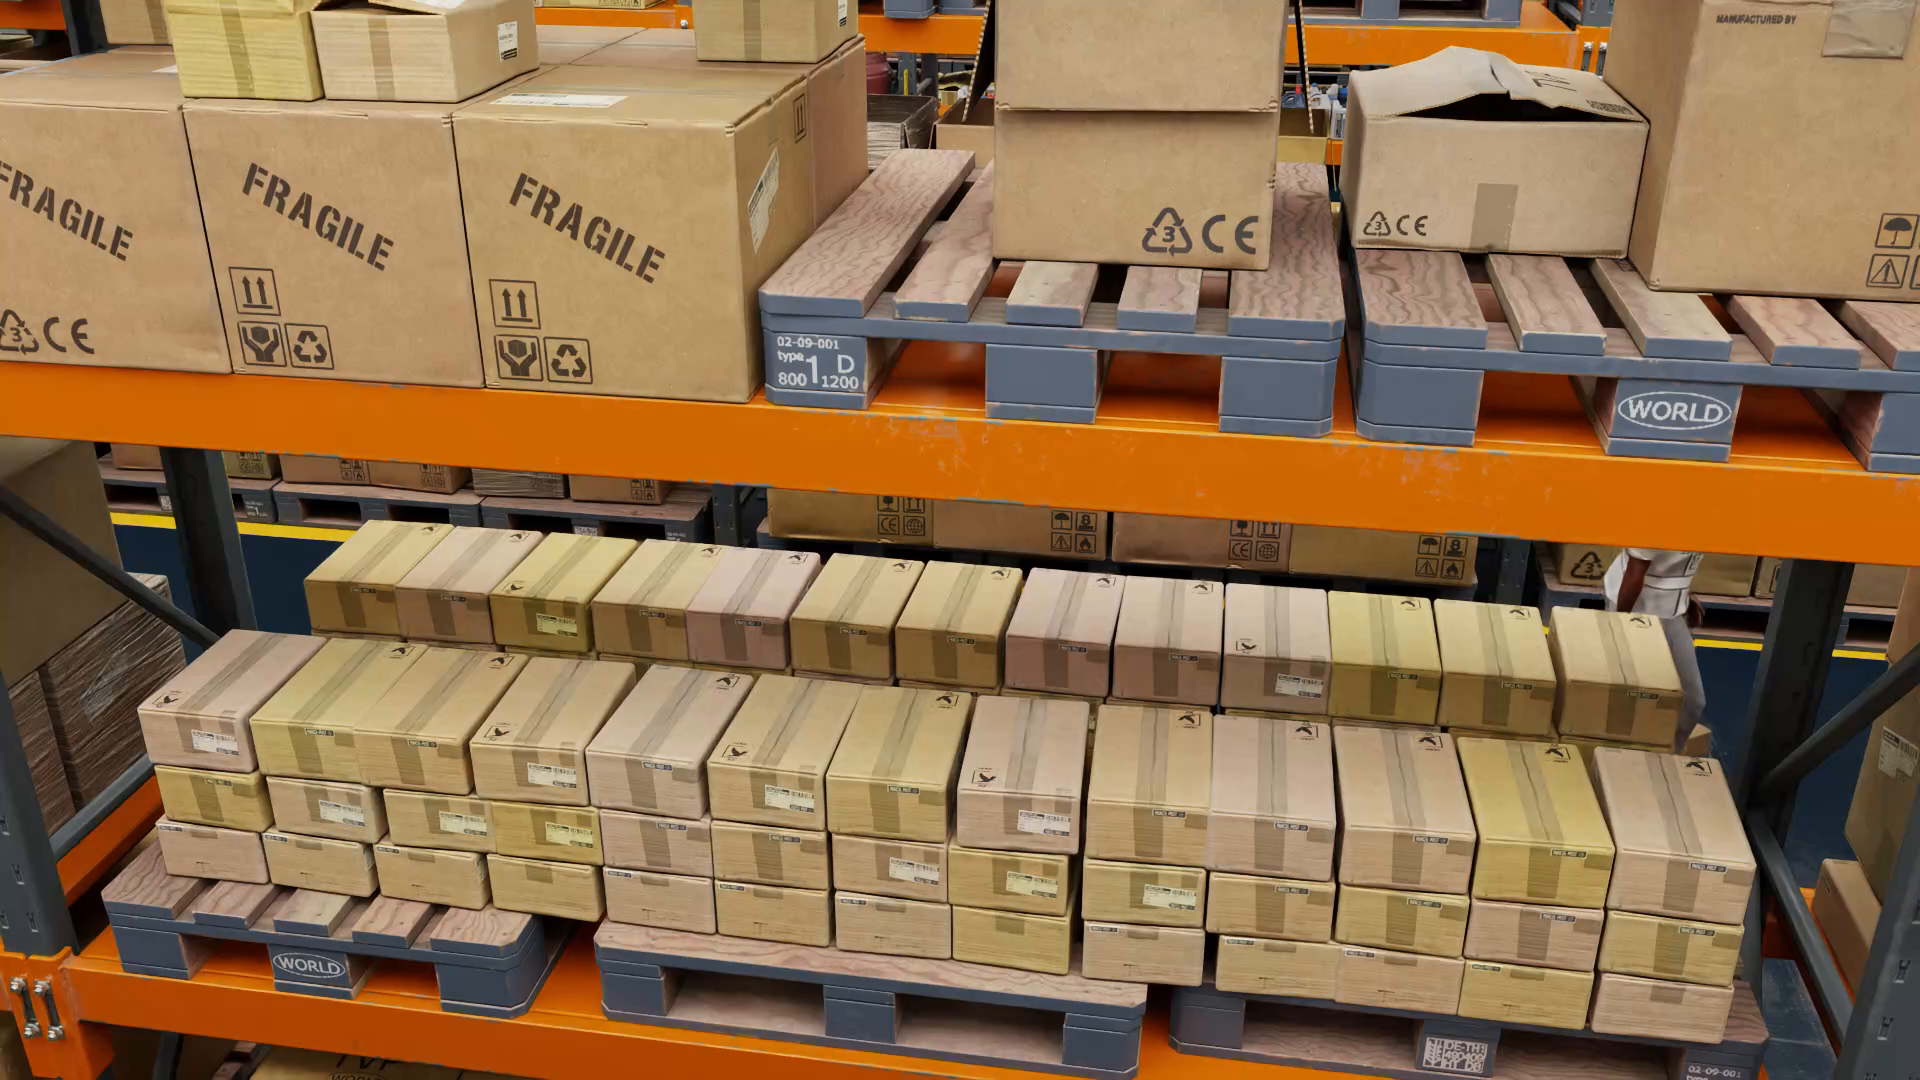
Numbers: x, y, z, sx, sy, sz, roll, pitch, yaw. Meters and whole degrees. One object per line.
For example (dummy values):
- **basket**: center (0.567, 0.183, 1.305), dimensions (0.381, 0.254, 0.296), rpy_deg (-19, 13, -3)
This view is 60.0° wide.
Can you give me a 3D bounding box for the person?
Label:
- **person**: center (2.697, 0.285, 6.506), dimensions (0.555, 1.764, 0.436), rpy_deg (7, 26, 16)
